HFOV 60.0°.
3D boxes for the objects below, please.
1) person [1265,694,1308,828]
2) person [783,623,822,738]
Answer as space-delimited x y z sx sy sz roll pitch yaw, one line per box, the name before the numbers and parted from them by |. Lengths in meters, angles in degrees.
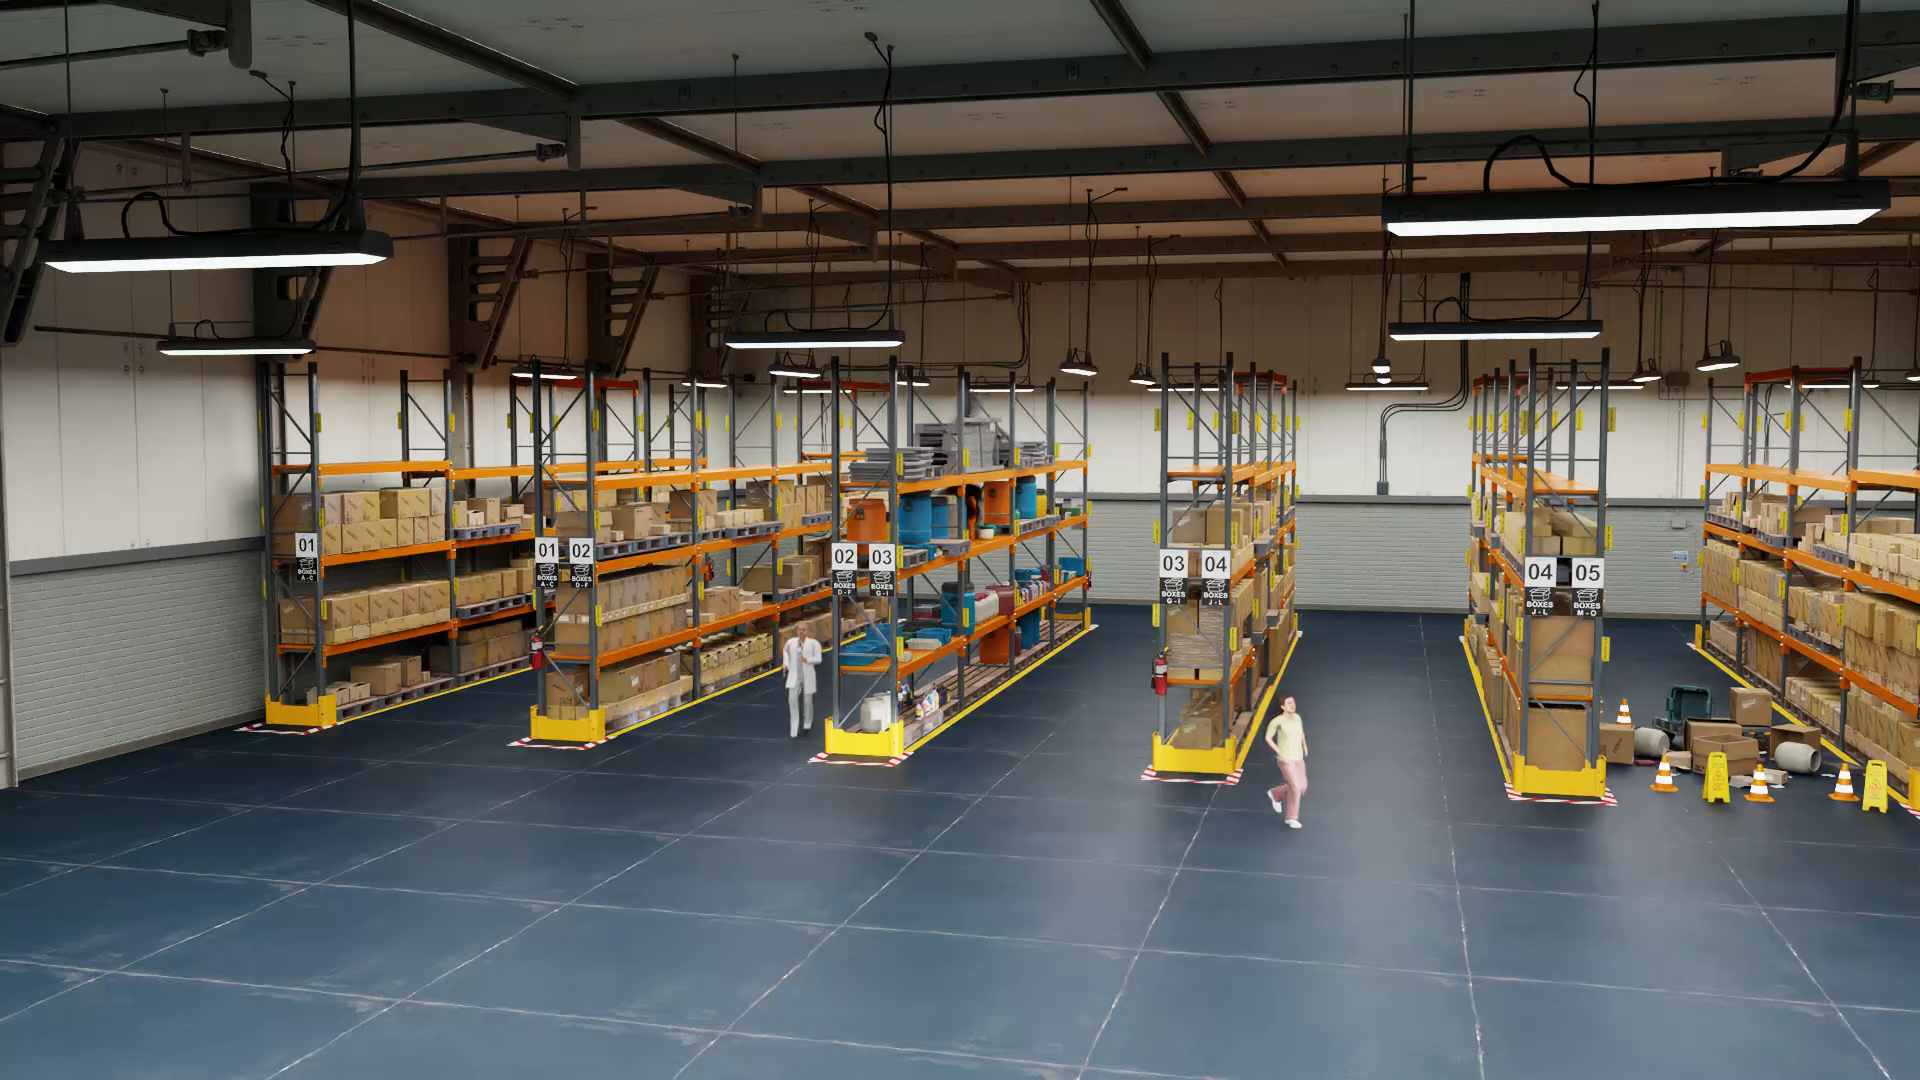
person | 4.073 2.733 20.766 0.577 1.644 0.603 -2 5 -29
person | -2.535 2.245 26.658 0.667 1.843 0.822 0 4 2
